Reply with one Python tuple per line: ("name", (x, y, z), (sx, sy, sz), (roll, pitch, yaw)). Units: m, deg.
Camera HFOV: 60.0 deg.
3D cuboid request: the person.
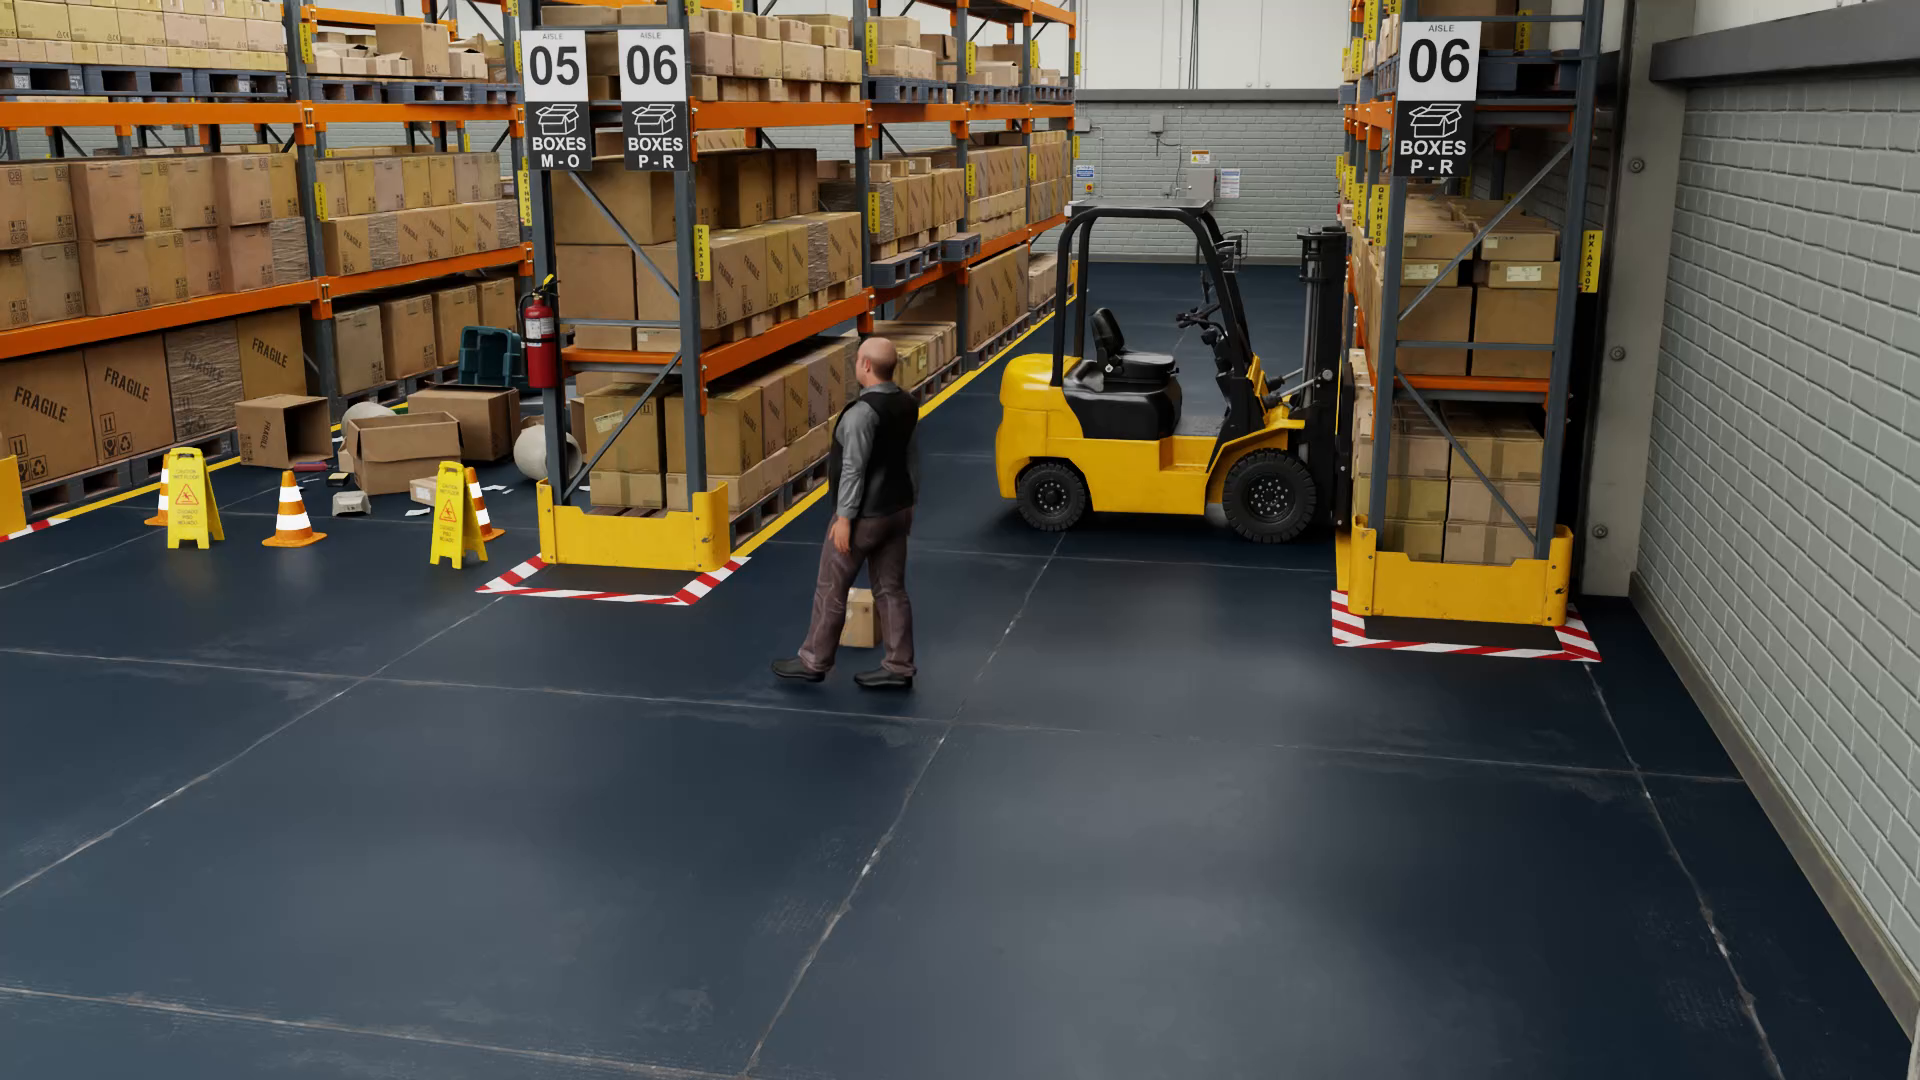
("person", (-0.541, -0.136, 8.053), (0.717, 1.713, 0.572), (9, 17, 32))
